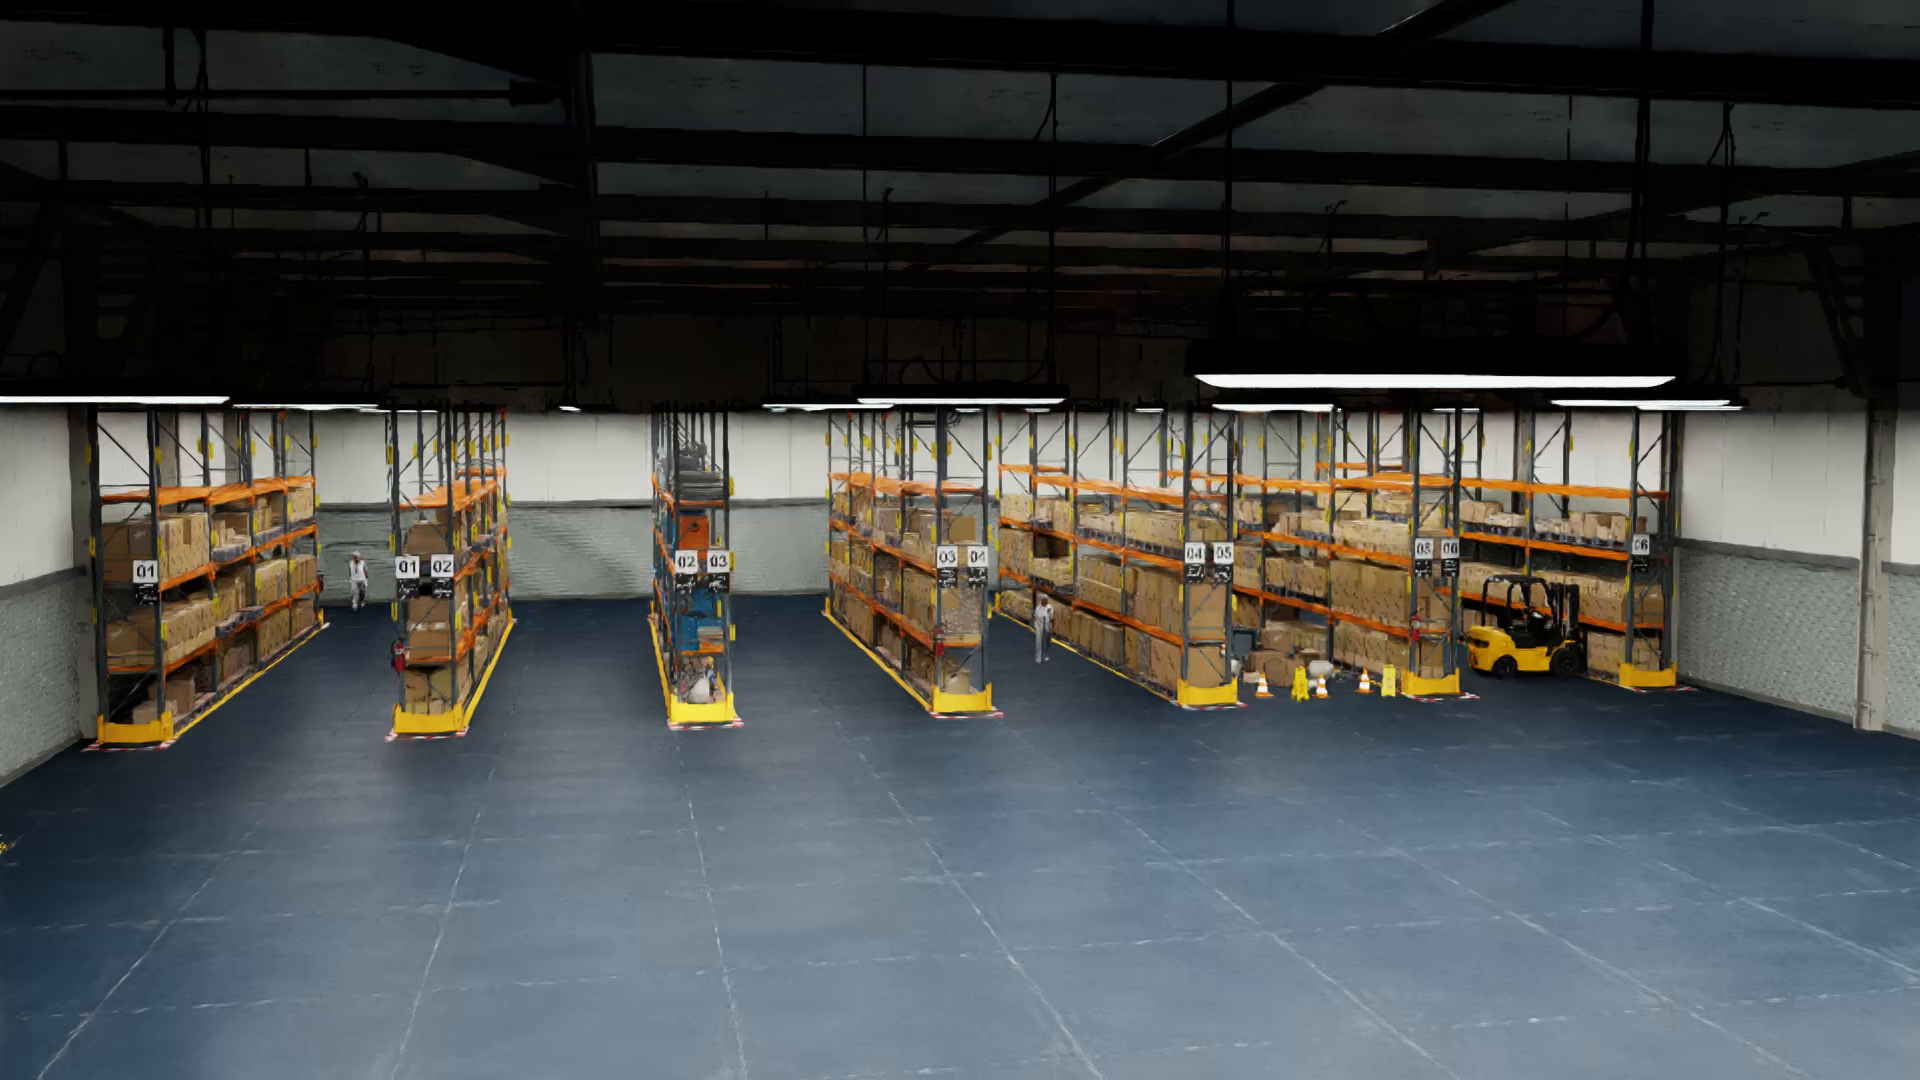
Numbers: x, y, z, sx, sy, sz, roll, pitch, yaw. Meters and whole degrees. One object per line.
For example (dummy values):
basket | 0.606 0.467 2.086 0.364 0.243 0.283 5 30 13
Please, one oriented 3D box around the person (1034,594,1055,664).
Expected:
person | 1.945 2.028 38.277 0.476 1.598 0.995 0 4 -3

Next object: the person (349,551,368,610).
person | -17.695 1.174 48.910 0.579 1.732 1.042 -1 4 -13

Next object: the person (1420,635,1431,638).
person | 10.561 2.010 37.965 0.429 1.684 0.555 -4 6 -40
